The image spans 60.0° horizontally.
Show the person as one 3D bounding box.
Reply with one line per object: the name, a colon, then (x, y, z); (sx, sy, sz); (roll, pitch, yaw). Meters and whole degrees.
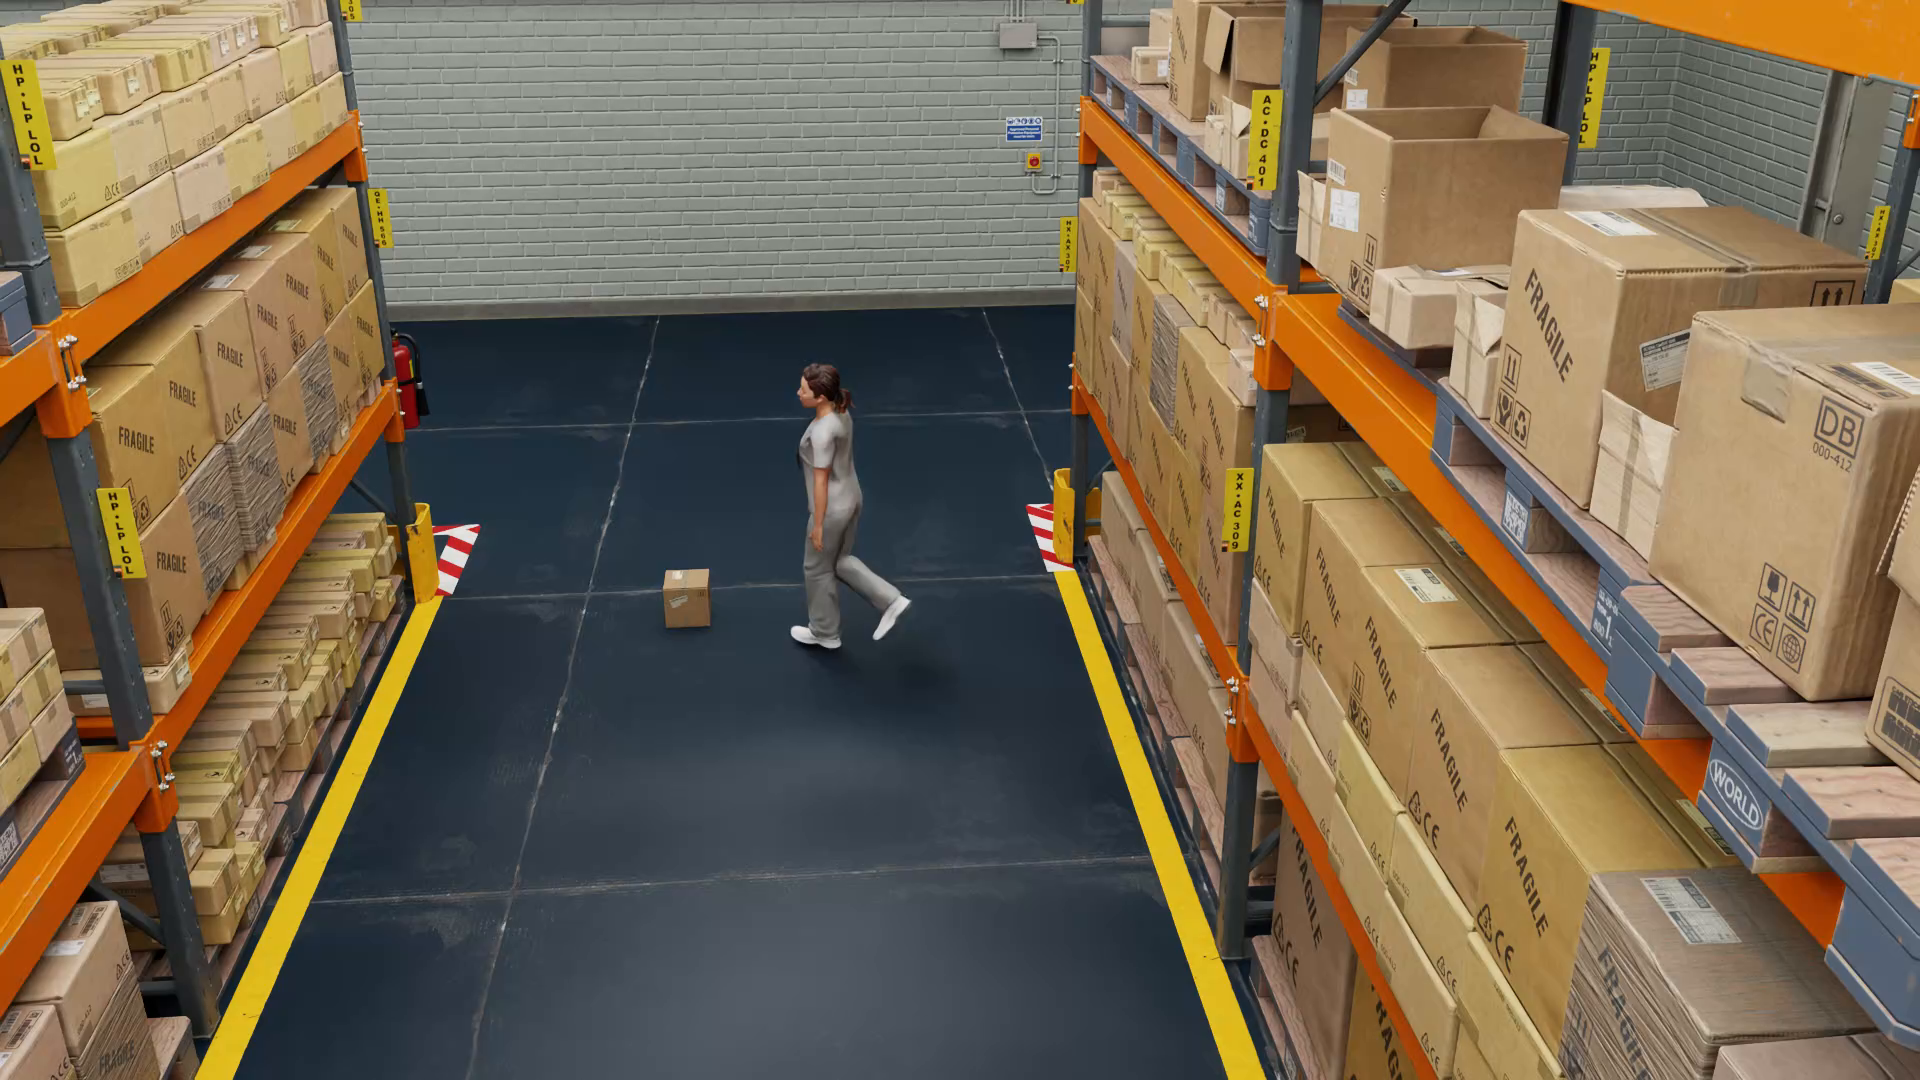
person: (-0.609, -0.162, 8.962); (0.715, 1.652, 0.527); (8, 25, 16)
